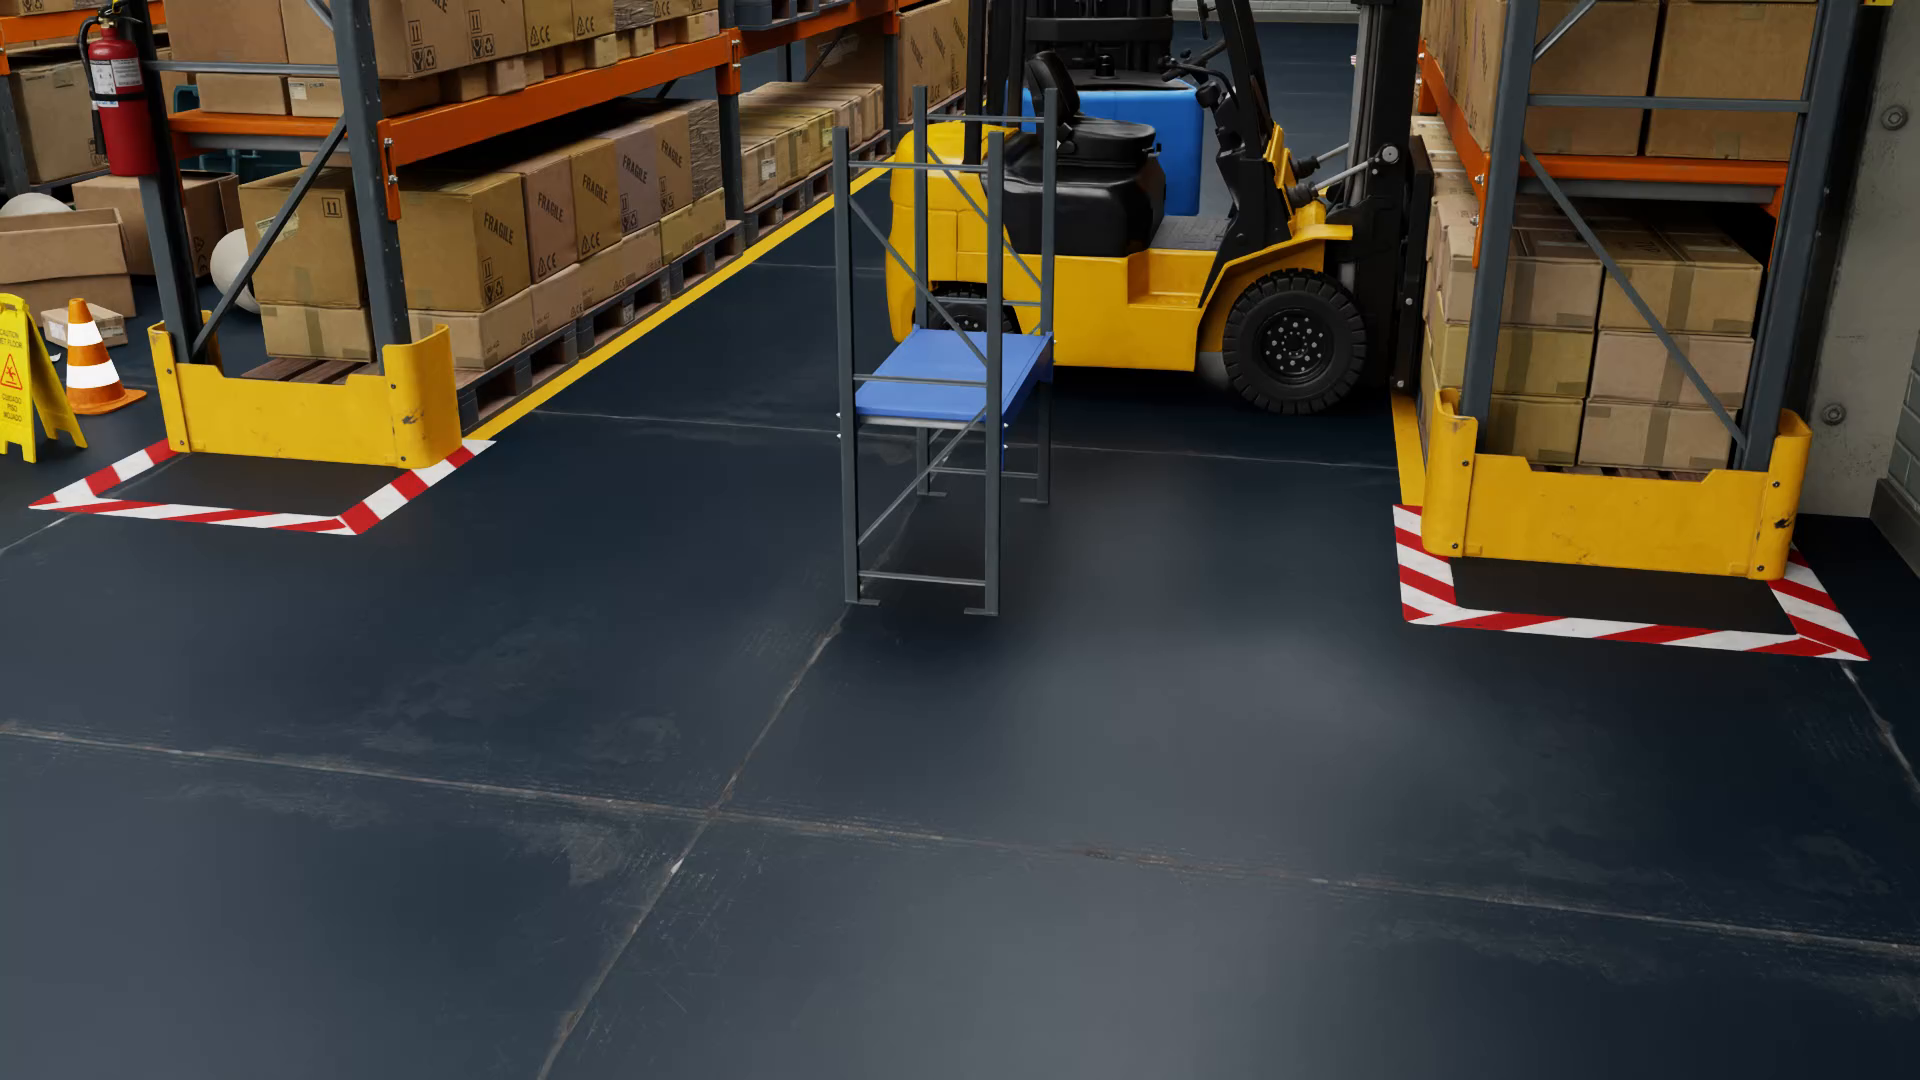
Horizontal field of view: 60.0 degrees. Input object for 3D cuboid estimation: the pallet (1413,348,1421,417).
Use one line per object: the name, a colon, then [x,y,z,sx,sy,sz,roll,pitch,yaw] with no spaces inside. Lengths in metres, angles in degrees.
pallet: [2.579,-0.803,7.564,1.003,0.211,1.213,4,22,11]

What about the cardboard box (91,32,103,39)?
cardboard box: [-10.011,-5.863,18.679,1.225,0.875,0.875,5,22,11]

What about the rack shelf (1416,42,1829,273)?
rack shelf: [2.621,-1.766,7.187,1.077,0.370,4.000,4,22,11]

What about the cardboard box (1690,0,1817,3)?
cardboard box: [2.536,-1.820,5.356,0.380,0.149,0.250,4,22,10]

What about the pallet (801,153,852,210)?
pallet: [-1.427,-2.647,12.144,1.003,0.211,1.213,4,22,11]

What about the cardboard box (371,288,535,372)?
cardboard box: [-2.212,-0.939,7.288,0.500,0.250,0.500,4,22,10]

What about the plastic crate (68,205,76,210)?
plastic crate: [-5.451,-2.108,10.759,0.450,0.188,0.662,7,21,42]

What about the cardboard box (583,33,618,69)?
cardboard box: [-1.901,-2.391,8.112,0.380,0.149,0.250,5,22,11]

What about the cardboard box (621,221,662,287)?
cardboard box: [-1.896,-1.510,8.706,0.500,0.250,0.500,5,22,12]

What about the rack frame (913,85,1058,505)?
rack frame: [0.086,-0.850,5.958,0.500,1.500,0.032,4,22,11]

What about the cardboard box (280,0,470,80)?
cardboard box: [-2.279,-2.082,6.476,0.500,0.500,0.500,4,22,10]

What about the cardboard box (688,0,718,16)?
cardboard box: [-1.678,-3.211,9.280,0.500,0.500,0.500,4,22,10]

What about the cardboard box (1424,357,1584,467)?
cardboard box: [1.999,-0.484,6.158,0.500,0.250,0.500,5,22,11]

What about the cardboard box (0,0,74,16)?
cardboard box: [-6.327,-3.767,11.058,0.500,0.500,0.500,5,22,12]

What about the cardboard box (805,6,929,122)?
cardboard box: [-0.793,-4.127,14.367,0.875,0.875,0.875,4,22,10]

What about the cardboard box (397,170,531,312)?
cardboard box: [-2.208,-1.295,7.170,0.500,0.500,0.500,4,22,9]

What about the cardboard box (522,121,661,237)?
cardboard box: [-1.894,-1.866,8.586,0.500,0.500,0.500,6,23,14]

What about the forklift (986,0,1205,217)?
forklift: [0.708,-3.339,10.220,1.130,2.935,3.031,-2,22,-5]

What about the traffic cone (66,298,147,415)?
traffic cone: [-3.822,-0.824,7.281,0.336,0.463,0.334,4,22,11]

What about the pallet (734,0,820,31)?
pallet: [-1.533,-3.388,10.507,1.003,0.211,1.213,4,22,11]

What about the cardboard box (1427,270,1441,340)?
cardboard box: [2.119,-0.904,6.533,0.500,0.250,0.500,4,22,10]

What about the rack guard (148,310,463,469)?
rack guard: [-2.632,-0.614,6.709,1.175,0.500,0.348,4,22,11]

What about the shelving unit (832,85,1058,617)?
shelving unit: [-0.017,-0.665,5.496,0.538,1.500,1.048,4,22,11]

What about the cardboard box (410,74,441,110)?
cardboard box: [-2.338,-1.831,6.721,0.380,0.149,0.250,5,22,12]

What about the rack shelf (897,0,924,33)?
rack shelf: [-0.607,-5.069,15.388,1.077,0.370,4.000,4,22,11]

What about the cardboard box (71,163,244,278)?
cardboard box: [-4.585,-1.829,9.539,0.797,0.637,0.503,4,22,11]

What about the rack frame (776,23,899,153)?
rack frame: [-1.015,-4.671,13.437,1.000,3.000,0.127,4,22,11]

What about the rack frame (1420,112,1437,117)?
rack frame: [3.029,-2.831,8.869,1.000,3.000,0.127,4,22,11]

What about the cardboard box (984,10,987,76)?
cardboard box: [-0.247,-5.111,16.810,0.875,0.875,0.875,5,23,13]

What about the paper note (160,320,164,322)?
paper note: [-4.083,-1.160,8.708,0.148,0.019,0.142,13,25,29]

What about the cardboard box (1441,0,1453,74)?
cardboard box: [2.490,-2.358,7.561,0.500,0.500,0.500,4,22,10]

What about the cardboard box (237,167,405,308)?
cardboard box: [-2.739,-1.326,7.245,0.500,0.500,0.500,5,22,11]

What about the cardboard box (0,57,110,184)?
cardboard box: [-6.659,-2.934,11.573,1.050,0.750,0.750,4,22,11]

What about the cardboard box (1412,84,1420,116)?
cardboard box: [3.442,-2.675,11.096,0.875,0.625,0.625,4,22,9]

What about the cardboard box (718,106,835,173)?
cardboard box: [-1.443,-2.894,11.979,0.950,0.372,0.625,5,23,13]

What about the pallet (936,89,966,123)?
pallet: [-0.529,-4.105,15.764,1.003,0.211,1.213,4,22,11]

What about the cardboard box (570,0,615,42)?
cardboard box: [-1.978,-2.645,7.873,0.500,0.500,0.500,4,22,10]

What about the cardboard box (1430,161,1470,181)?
cardboard box: [2.304,-1.501,7.346,0.500,0.250,0.500,4,22,10]

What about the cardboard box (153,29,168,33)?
cardboard box: [-6.094,-3.947,14.088,1.050,0.750,0.750,4,22,10]

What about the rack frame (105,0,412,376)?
rack frame: [-2.647,-1.746,6.173,1.000,3.000,0.127,4,22,11]

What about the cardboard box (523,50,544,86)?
cardboard box: [-2.088,-2.108,7.409,0.380,0.149,0.250,5,22,12]

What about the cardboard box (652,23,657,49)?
cardboard box: [-1.837,-2.680,8.829,0.380,0.149,0.250,4,22,10]

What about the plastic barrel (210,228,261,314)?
plastic barrel: [-3.708,-1.421,8.816,0.421,0.421,0.512,-16,27,-35]

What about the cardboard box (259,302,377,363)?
cardboard box: [-2.741,-0.990,7.415,0.500,0.250,0.500,4,22,11]

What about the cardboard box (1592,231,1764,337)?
cardboard box: [2.496,-0.913,5.886,0.500,0.250,0.500,4,22,10]

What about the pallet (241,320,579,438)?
pallet: [-2.431,-0.774,7.494,1.003,0.211,1.213,4,22,11]

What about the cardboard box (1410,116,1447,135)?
cardboard box: [2.623,-2.062,8.737,0.500,0.250,0.500,4,22,10]

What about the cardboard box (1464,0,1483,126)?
cardboard box: [2.171,-1.804,6.184,0.500,0.500,0.500,5,23,13]

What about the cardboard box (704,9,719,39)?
cardboard box: [-1.598,-2.951,9.502,0.380,0.149,0.250,4,22,10]

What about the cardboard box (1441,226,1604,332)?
cardboard box: [2.001,-0.944,5.962,0.500,0.250,0.500,5,23,13]

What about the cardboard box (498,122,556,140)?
cardboard box: [-2.421,-1.894,8.657,0.500,0.500,0.500,6,23,14]
